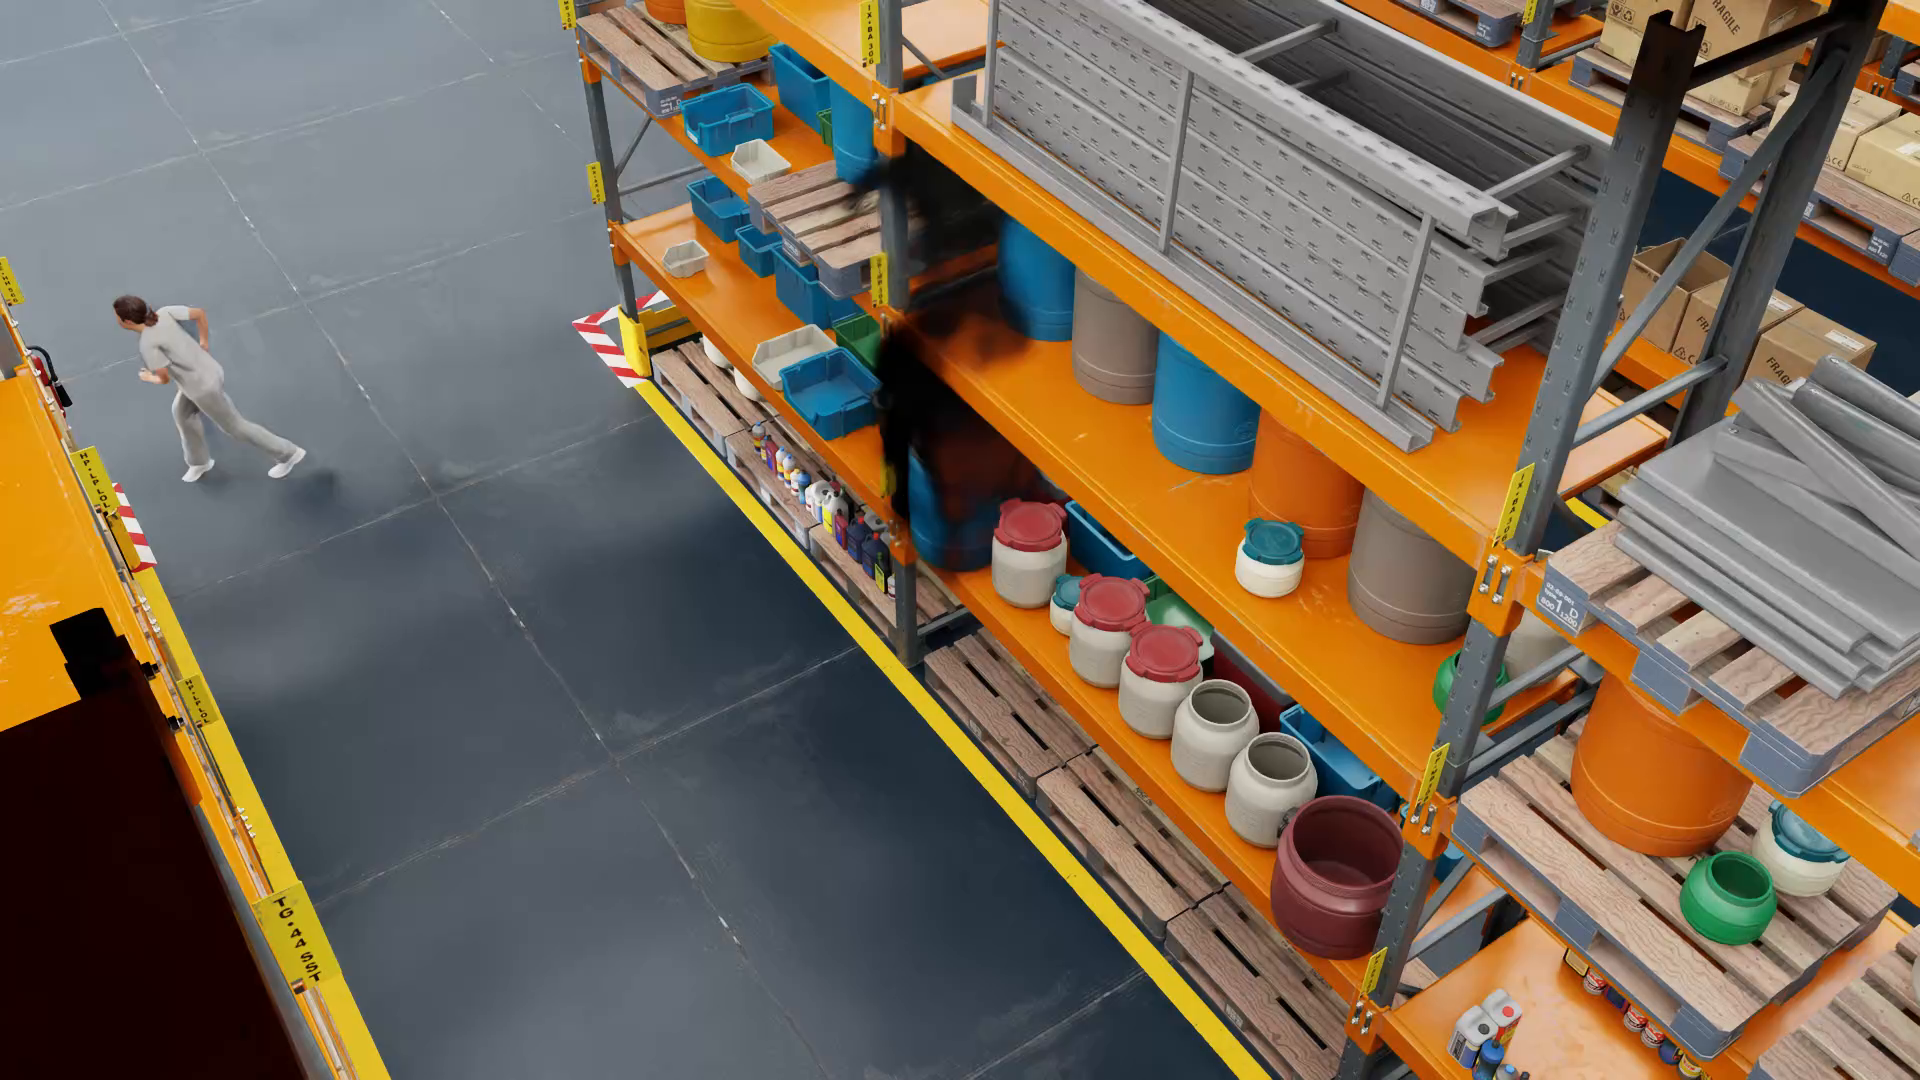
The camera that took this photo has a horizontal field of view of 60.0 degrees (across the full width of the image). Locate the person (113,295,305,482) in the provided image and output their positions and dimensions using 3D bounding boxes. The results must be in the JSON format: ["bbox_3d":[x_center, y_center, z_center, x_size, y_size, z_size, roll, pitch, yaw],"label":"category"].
[{"bbox_3d":[-5.265,-1.052,11.769,0.960,1.626,0.606,1,43,1],"label":"person"}]
